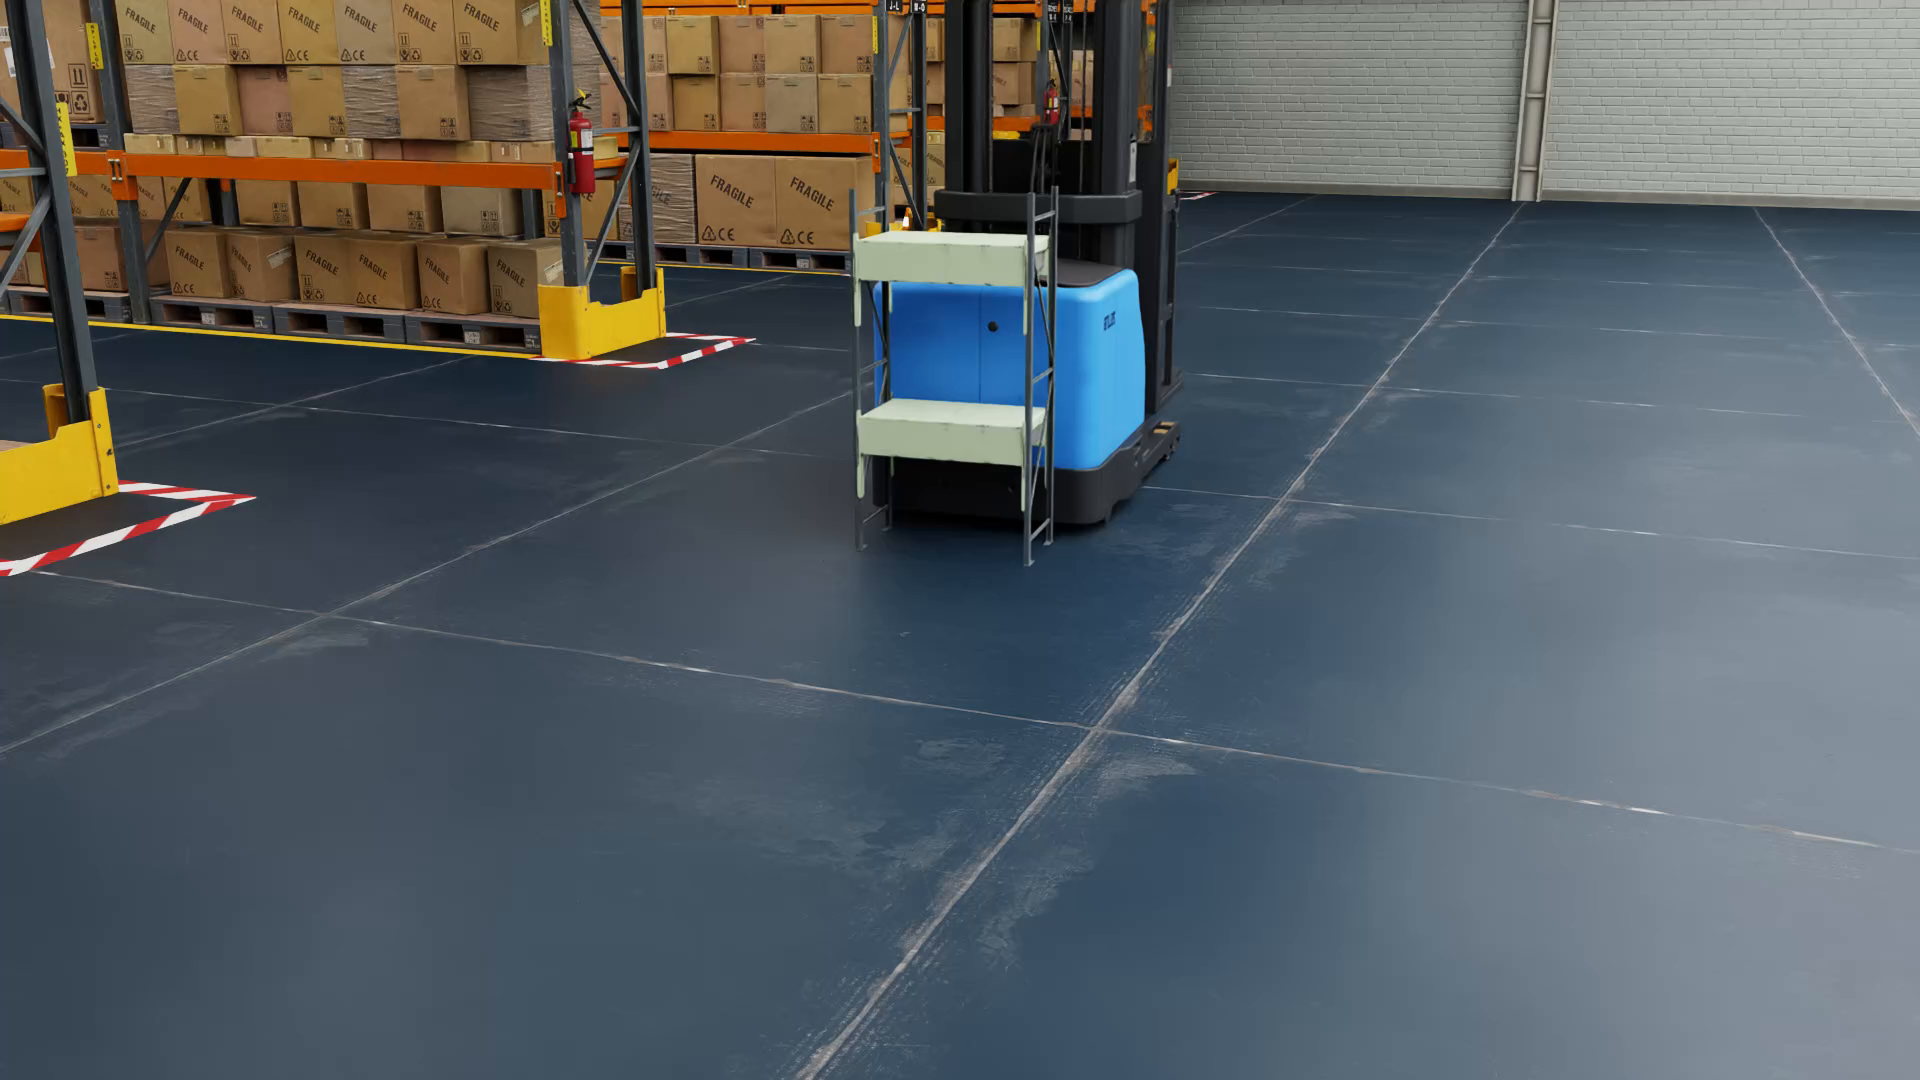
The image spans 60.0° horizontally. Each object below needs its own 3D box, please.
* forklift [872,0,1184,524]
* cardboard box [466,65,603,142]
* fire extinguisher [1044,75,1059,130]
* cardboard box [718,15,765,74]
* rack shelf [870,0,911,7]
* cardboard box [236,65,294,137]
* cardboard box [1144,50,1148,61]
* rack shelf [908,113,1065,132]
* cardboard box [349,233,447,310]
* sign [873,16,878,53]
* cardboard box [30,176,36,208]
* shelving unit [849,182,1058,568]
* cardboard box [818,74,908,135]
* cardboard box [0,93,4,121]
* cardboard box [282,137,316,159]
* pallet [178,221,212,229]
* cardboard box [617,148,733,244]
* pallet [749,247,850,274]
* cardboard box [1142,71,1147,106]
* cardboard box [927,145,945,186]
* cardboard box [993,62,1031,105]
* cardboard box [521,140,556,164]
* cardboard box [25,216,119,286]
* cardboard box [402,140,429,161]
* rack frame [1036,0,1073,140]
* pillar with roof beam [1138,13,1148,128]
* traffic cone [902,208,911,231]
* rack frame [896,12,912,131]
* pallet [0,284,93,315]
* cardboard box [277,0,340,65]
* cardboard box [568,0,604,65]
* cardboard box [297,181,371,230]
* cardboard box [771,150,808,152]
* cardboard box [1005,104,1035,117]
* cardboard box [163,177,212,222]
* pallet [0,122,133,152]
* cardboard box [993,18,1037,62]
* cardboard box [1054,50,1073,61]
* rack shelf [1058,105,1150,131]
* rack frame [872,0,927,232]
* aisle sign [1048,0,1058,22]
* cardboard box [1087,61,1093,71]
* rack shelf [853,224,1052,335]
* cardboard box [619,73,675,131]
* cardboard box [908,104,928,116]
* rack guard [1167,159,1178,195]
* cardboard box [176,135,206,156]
[{"bbox_3d":[0.536,-1.844,8.269,1.130,2.935,3.031,5,17,17],"label":"forklift"},{"bbox_3d":[-2.981,-3.087,11.715,0.500,0.500,0.875,6,17,21],"label":"cardboard box"},{"bbox_3d":[1.094,-5.235,19.965,0.183,0.674,0.296,6,17,21],"label":"fire extinguisher"},{"bbox_3d":[-1.913,-4.873,16.372,0.550,0.550,0.875,6,17,21],"label":"cardboard box"},{"bbox_3d":[-2.426,-5.409,16.335,4.000,0.370,1.077,6,17,21],"label":"rack shelf"},{"bbox_3d":[-4.851,-3.286,12.399,0.500,0.500,0.875,6,17,21],"label":"cardboard box"},{"bbox_3d":[2.740,-7.283,25.005,0.250,0.149,0.380,6,17,20],"label":"cardboard box"},{"bbox_3d":[-0.704,-5.262,21.211,4.000,0.370,1.077,6,17,21],"label":"rack shelf"},{"bbox_3d":[-4.199,-2.024,12.495,0.500,0.500,0.500,8,18,26],"label":"cardboard box"},{"bbox_3d":[-0.778,-4.640,15.274,0.005,0.325,0.100,6,17,21],"label":"sign"},{"bbox_3d":[-10.646,-4.140,19.784,0.500,0.500,0.500,7,18,23],"label":"cardboard box"},{"bbox_3d":[-0.021,-0.691,6.864,0.755,1.500,0.431,5,17,17],"label":"shelving unit"},{"bbox_3d":[-0.928,-4.207,16.017,0.550,0.550,0.875,6,17,21],"label":"cardboard box"},{"bbox_3d":[-7.847,-3.647,13.417,0.637,0.503,0.797,8,18,26],"label":"cardboard box"},{"bbox_3d":[-4.711,-2.872,12.136,0.250,0.149,0.380,6,17,21],"label":"cardboard box"},{"bbox_3d":[-8.734,-3.669,19.432,1.213,0.211,1.003,6,17,21],"label":"pallet"},{"bbox_3d":[-2.888,-3.526,16.997,0.875,0.875,0.875,6,17,21],"label":"cardboard box"},{"bbox_3d":[-1.338,-2.832,16.549,1.213,0.211,1.003,6,17,21],"label":"pallet"},{"bbox_3d":[2.615,-6.862,25.250,0.500,0.500,0.500,7,18,22],"label":"cardboard box"},{"bbox_3d":[-0.171,-4.711,20.856,0.500,0.500,0.500,7,18,23],"label":"cardboard box"},{"bbox_3d":[0.550,-5.578,20.295,0.500,0.500,0.500,6,17,20],"label":"cardboard box"},{"bbox_3d":[-2.821,-2.688,11.504,0.250,0.149,0.380,6,17,21],"label":"cardboard box"},{"bbox_3d":[-7.201,-2.375,13.670,0.500,0.500,0.700,6,17,20],"label":"cardboard box"},{"bbox_3d":[-3.749,-2.792,11.861,0.250,0.149,0.380,6,17,21],"label":"cardboard box"},{"bbox_3d":[1.156,-5.403,20.406,0.127,3.000,1.000,6,17,21],"label":"rack frame"},{"bbox_3d":[1.078,-8.761,21.210,0.400,9.000,9.100,6,17,21],"label":"pillar with roof beam"},{"bbox_3d":[-0.539,-3.314,17.757,0.334,0.463,0.336,6,17,21],"label":"traffic cone"},{"bbox_3d":[-0.747,-7.100,26.251,0.127,3.000,1.000,6,17,21],"label":"rack frame"},{"bbox_3d":[-8.064,-2.107,14.052,1.213,0.211,1.003,6,17,21],"label":"pallet"},{"bbox_3d":[-4.476,-3.651,11.864,0.500,0.500,0.500,6,17,21],"label":"cardboard box"},{"bbox_3d":[-2.891,-3.631,11.795,0.500,0.500,0.500,6,17,21],"label":"cardboard box"},{"bbox_3d":[-6.660,-3.875,18.422,0.750,0.750,1.050,7,17,21],"label":"cardboard box"},{"bbox_3d":[-2.115,-4.923,21.586,0.500,0.500,0.500,7,18,23],"label":"cardboard box"},{"bbox_3d":[0.730,-5.265,20.381,0.250,0.149,0.380,7,18,22],"label":"cardboard box"},{"bbox_3d":[-8.716,-3.928,19.055,0.500,0.500,0.500,6,17,20],"label":"cardboard box"},{"bbox_3d":[-6.858,-3.266,13.388,1.213,0.211,1.003,6,17,21],"label":"pallet"},{"bbox_3d":[0.601,-6.070,20.196,0.500,0.500,0.700,6,17,19],"label":"cardboard box"},{"bbox_3d":[1.582,-7.255,24.908,0.250,0.149,0.380,7,18,22],"label":"cardboard box"},{"bbox_3d":[1.114,-6.550,25.647,4.000,0.370,1.077,6,17,21],"label":"rack shelf"},{"bbox_3d":[-0.566,-4.109,15.948,0.127,3.000,1.000,6,17,21],"label":"rack frame"},{"bbox_3d":[1.108,-6.570,19.762,0.004,0.787,0.394,6,17,21],"label":"aisle sign"},{"bbox_3d":[2.081,-7.074,24.819,0.250,0.149,0.380,7,17,22],"label":"cardboard box"},{"bbox_3d":[-0.021,-1.066,6.756,0.720,0.370,0.431,5,17,17],"label":"rack shelf"},{"bbox_3d":[-2.960,-4.420,16.748,0.550,0.550,0.875,6,17,21],"label":"cardboard box"},{"bbox_3d":[-0.486,-5.378,20.770,0.250,0.149,0.380,6,17,20],"label":"cardboard box"},{"bbox_3d":[2.996,-5.488,25.182,0.348,0.500,1.175,6,17,21],"label":"rack guard"},{"bbox_3d":[-5.641,-2.974,12.489,0.250,0.149,0.380,6,17,21],"label":"cardboard box"}]
